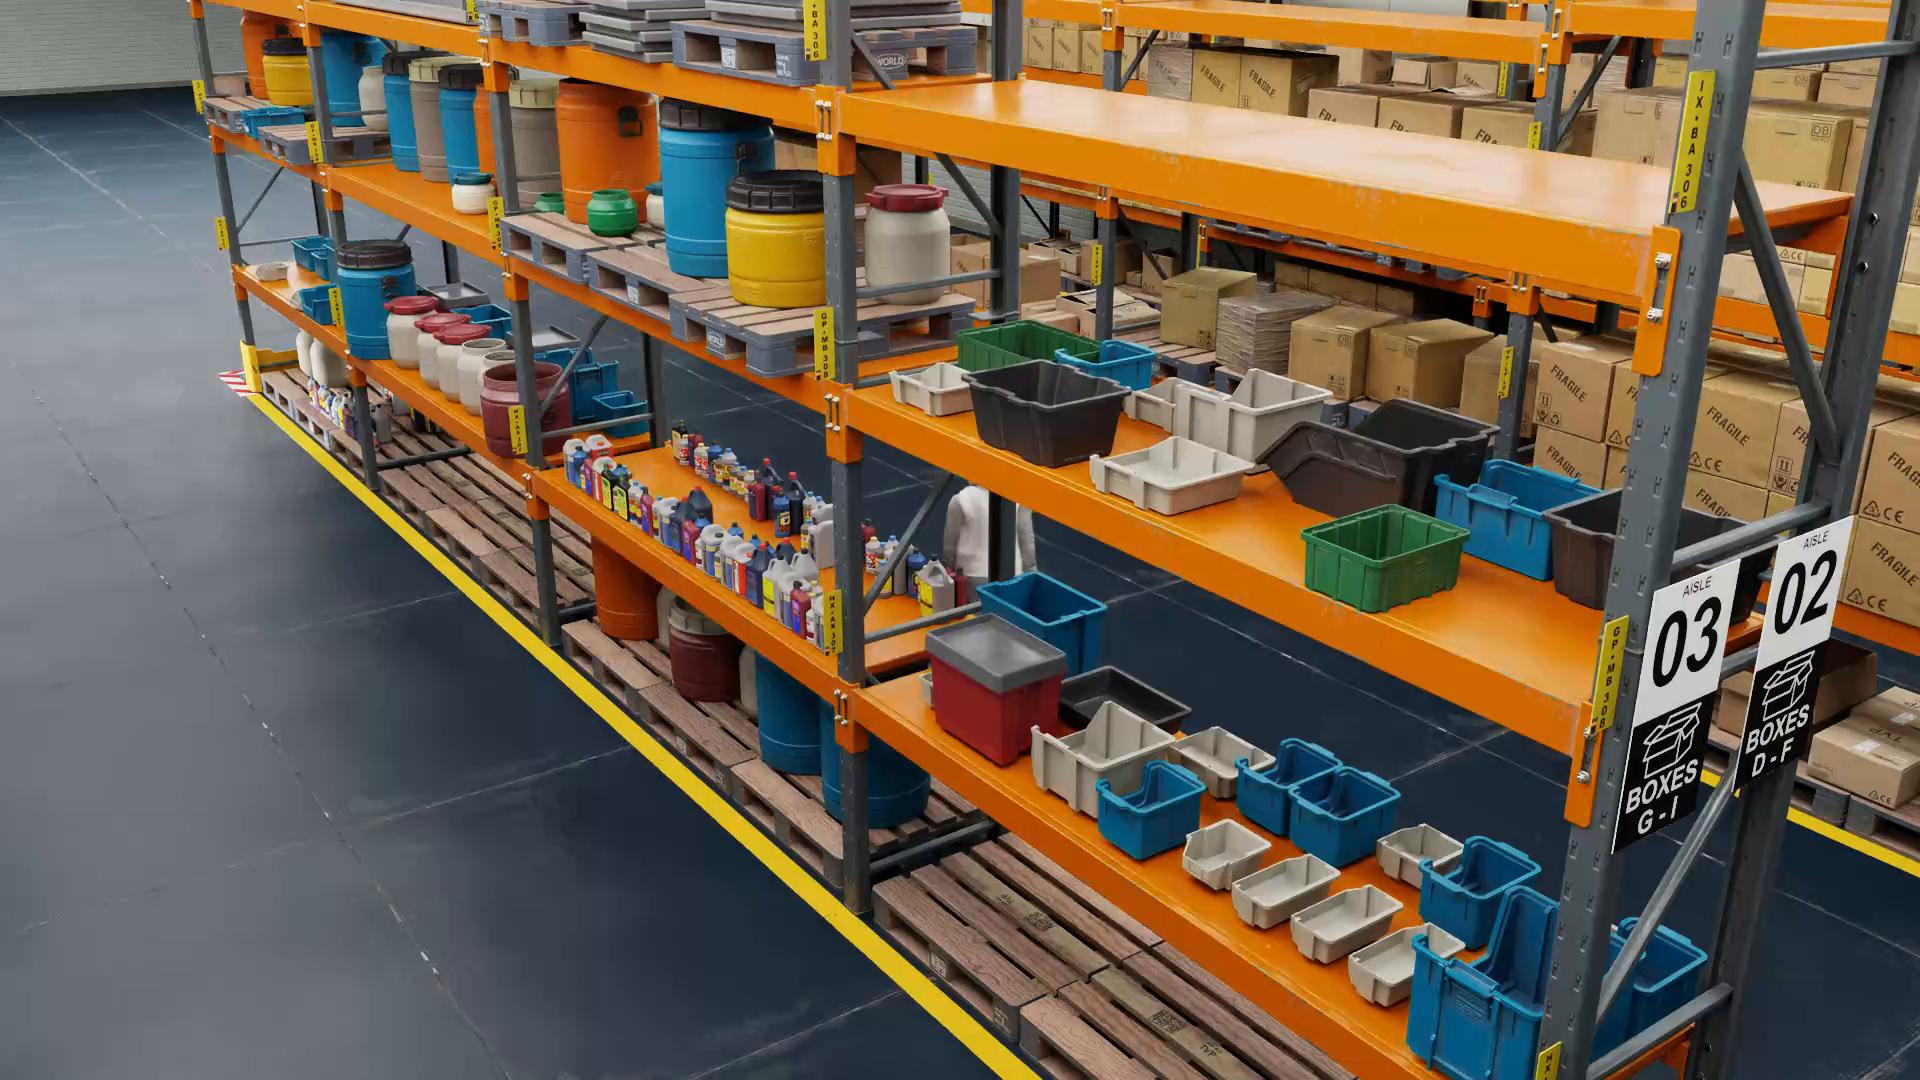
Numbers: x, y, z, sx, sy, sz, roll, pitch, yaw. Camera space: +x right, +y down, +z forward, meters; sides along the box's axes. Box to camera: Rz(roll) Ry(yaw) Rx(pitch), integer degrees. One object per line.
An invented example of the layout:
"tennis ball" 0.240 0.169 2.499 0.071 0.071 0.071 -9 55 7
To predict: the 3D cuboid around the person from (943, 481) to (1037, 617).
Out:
"person" 0.172 0.167 10.610 0.566 1.722 1.021 -4 22 -10
